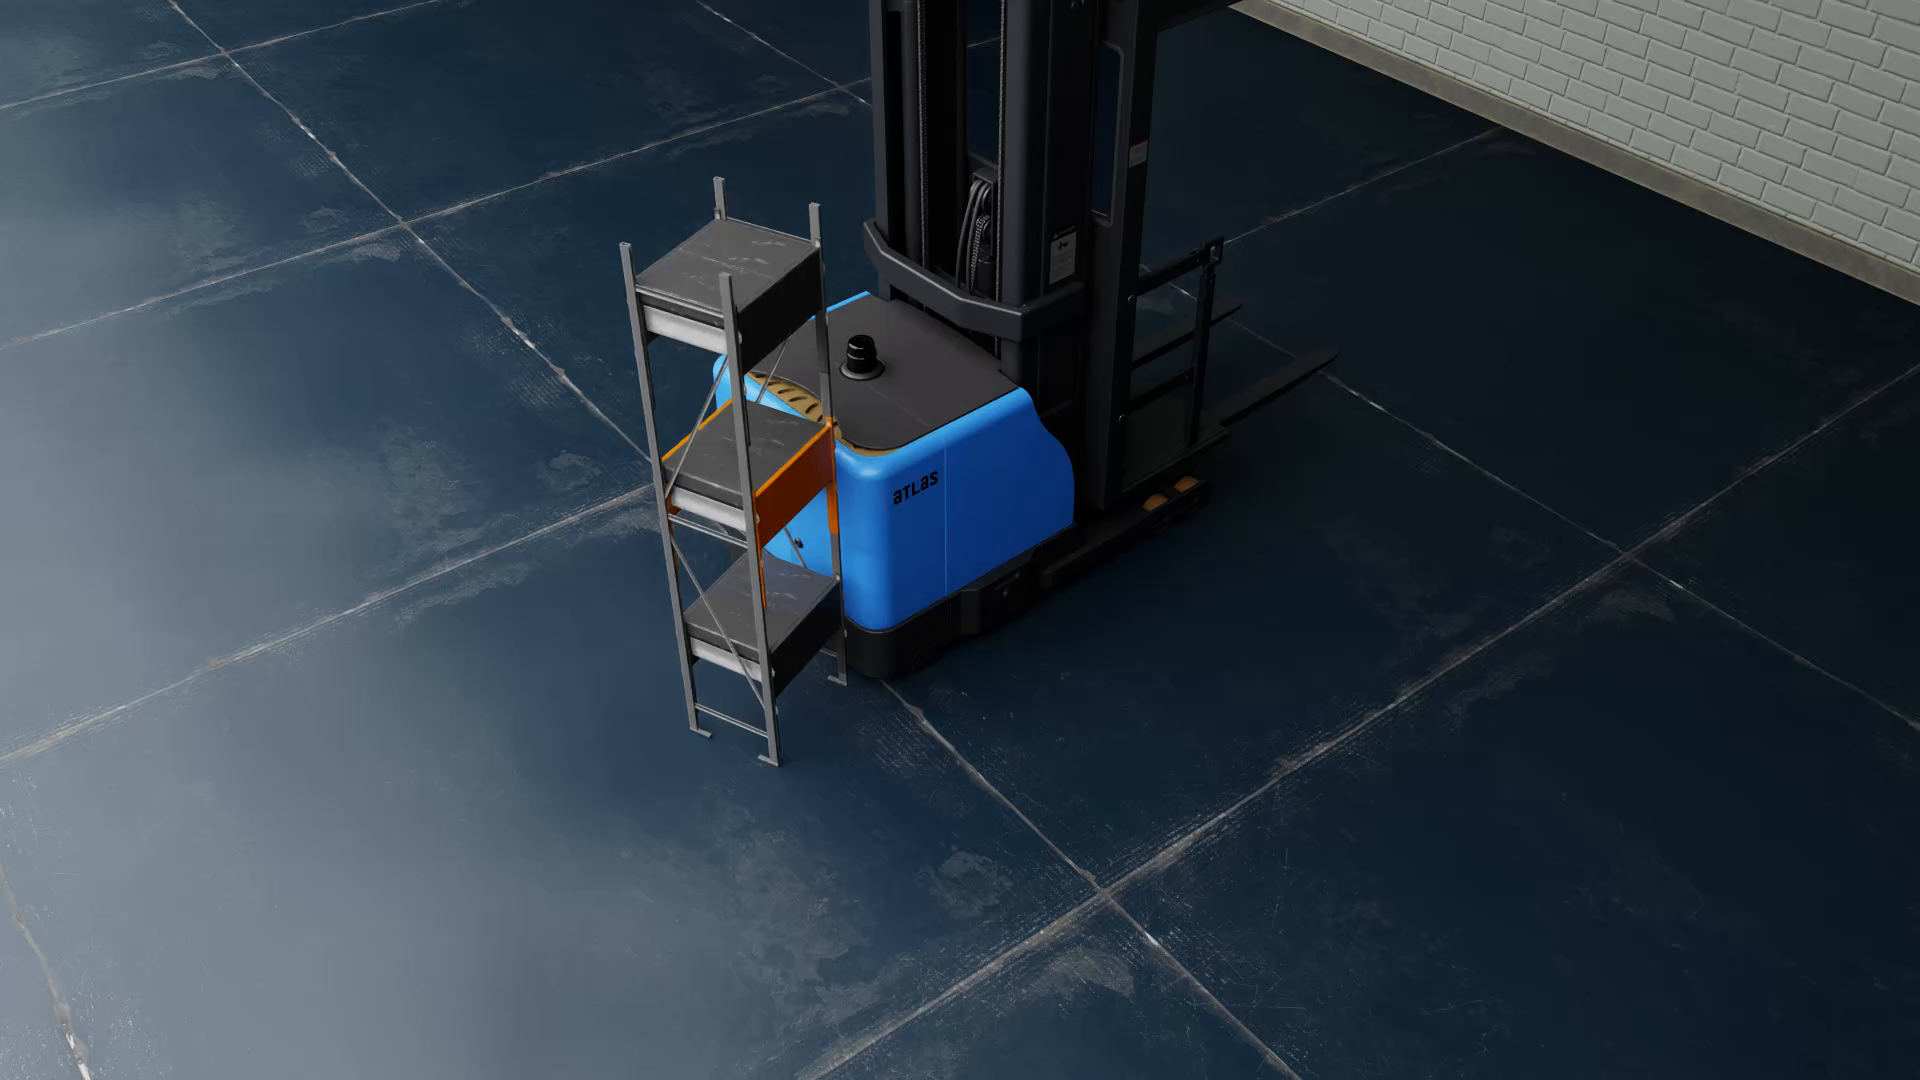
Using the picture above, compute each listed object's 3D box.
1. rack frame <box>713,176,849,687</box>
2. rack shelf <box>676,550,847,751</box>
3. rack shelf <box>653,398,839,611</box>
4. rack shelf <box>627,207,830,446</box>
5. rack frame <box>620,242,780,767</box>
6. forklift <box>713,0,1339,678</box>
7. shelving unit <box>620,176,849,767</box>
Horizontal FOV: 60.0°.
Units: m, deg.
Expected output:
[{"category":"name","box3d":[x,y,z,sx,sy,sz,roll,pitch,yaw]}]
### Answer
[{"category":"rack frame","box3d":[-0.617,-0.298,5.958,0.400,2.100,0.015,19,43,22]},{"category":"rack shelf","box3d":[-0.734,0.389,6.245,0.431,0.518,0.480,19,43,22]},{"category":"rack shelf","box3d":[-0.734,-0.152,5.801,0.431,0.518,0.480,19,43,22]},{"category":"rack shelf","box3d":[-0.734,-0.693,5.357,0.431,0.518,0.480,19,43,22]},{"category":"rack frame","box3d":[-0.852,-0.027,5.627,0.400,2.100,0.015,19,43,22]},{"category":"forklift","box3d":[0.469,-1.394,6.638,3.031,2.935,1.130,-29,47,-31]},{"category":"shelving unit","box3d":[-0.734,-0.163,5.793,0.431,2.100,0.503,19,43,22]}]
